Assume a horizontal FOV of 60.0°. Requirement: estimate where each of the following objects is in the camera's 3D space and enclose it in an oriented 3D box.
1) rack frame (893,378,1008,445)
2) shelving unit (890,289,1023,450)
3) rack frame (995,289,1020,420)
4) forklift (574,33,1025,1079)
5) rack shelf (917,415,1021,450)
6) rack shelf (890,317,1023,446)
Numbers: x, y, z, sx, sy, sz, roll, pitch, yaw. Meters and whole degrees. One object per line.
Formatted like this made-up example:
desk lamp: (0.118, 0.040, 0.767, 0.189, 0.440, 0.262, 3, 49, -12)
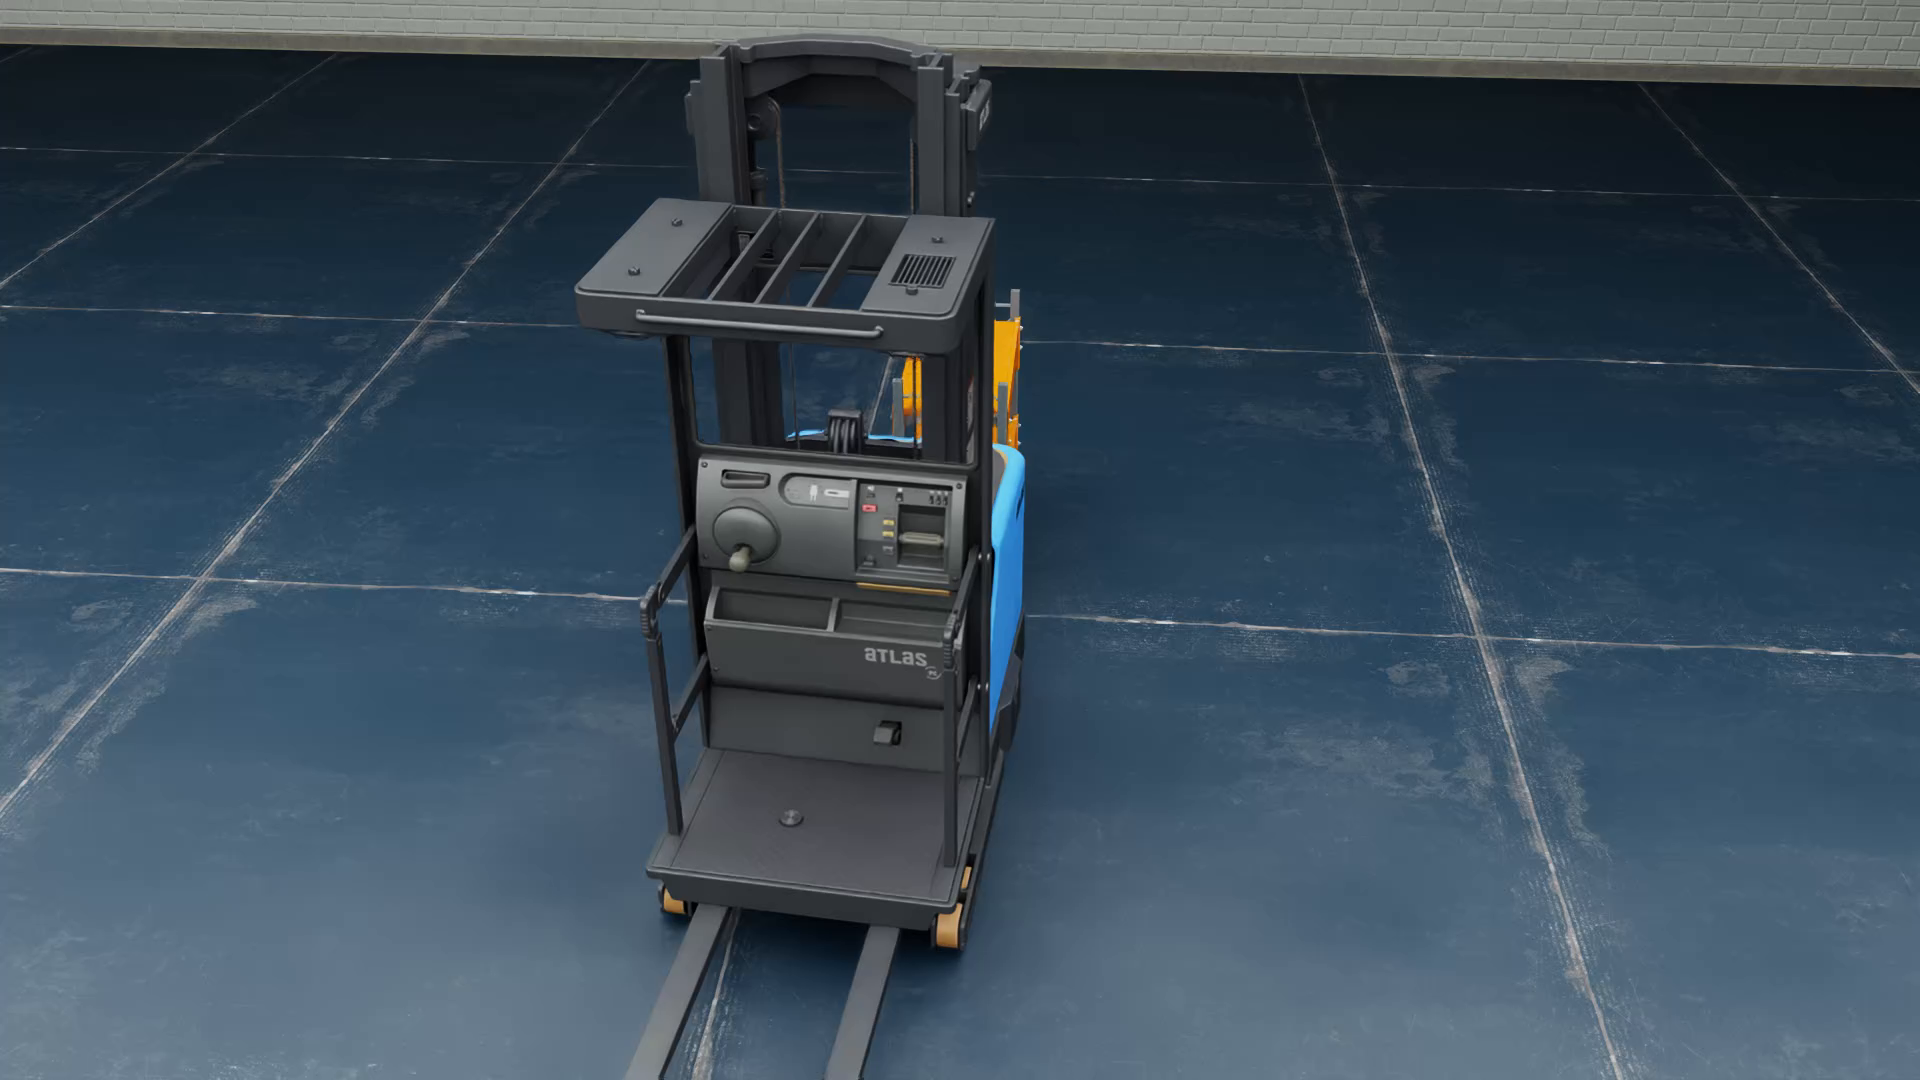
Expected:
rack frame: (-0.042, -0.210, 7.518, 0.500, 1.125, 0.032, 2, 32, 4)
shelving unit: (-0.001, -0.475, 7.949, 0.538, 1.125, 1.048, 2, 32, 4)
rack frame: (0.041, -0.741, 8.380, 0.500, 1.125, 0.032, 2, 32, 4)
forklift: (-0.475, -0.006, 5.466, 1.130, 2.935, 3.031, 5, 32, 8)
rack shelf: (-0.001, -0.267, 8.077, 0.538, 0.278, 1.000, 2, 32, 4)
rack shelf: (-0.001, -0.725, 7.796, 0.538, 0.278, 1.000, 2, 32, 4)
